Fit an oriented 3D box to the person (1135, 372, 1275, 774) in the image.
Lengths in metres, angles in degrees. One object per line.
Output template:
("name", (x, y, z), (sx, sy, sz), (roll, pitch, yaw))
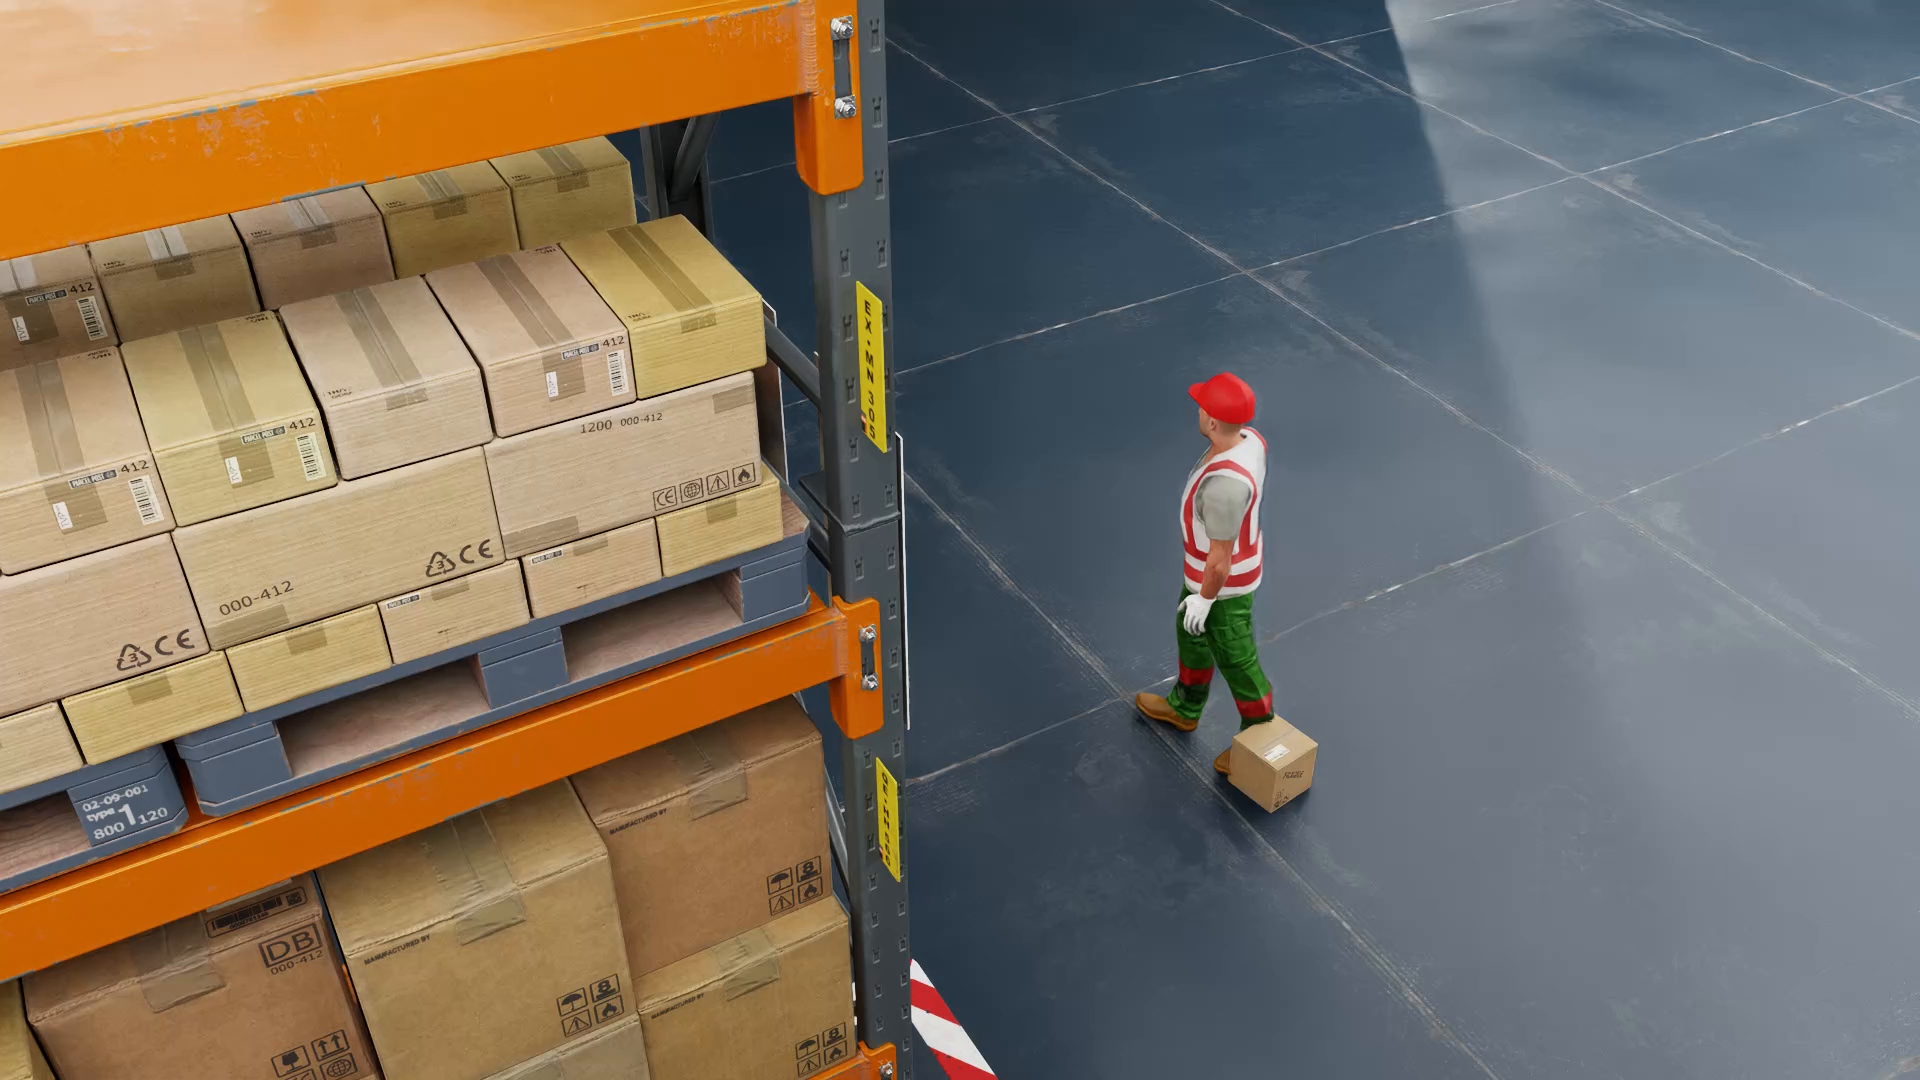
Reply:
("person", (1.056, 0.134, 6.733), (0.618, 1.788, 0.570), (7, 37, 10))
